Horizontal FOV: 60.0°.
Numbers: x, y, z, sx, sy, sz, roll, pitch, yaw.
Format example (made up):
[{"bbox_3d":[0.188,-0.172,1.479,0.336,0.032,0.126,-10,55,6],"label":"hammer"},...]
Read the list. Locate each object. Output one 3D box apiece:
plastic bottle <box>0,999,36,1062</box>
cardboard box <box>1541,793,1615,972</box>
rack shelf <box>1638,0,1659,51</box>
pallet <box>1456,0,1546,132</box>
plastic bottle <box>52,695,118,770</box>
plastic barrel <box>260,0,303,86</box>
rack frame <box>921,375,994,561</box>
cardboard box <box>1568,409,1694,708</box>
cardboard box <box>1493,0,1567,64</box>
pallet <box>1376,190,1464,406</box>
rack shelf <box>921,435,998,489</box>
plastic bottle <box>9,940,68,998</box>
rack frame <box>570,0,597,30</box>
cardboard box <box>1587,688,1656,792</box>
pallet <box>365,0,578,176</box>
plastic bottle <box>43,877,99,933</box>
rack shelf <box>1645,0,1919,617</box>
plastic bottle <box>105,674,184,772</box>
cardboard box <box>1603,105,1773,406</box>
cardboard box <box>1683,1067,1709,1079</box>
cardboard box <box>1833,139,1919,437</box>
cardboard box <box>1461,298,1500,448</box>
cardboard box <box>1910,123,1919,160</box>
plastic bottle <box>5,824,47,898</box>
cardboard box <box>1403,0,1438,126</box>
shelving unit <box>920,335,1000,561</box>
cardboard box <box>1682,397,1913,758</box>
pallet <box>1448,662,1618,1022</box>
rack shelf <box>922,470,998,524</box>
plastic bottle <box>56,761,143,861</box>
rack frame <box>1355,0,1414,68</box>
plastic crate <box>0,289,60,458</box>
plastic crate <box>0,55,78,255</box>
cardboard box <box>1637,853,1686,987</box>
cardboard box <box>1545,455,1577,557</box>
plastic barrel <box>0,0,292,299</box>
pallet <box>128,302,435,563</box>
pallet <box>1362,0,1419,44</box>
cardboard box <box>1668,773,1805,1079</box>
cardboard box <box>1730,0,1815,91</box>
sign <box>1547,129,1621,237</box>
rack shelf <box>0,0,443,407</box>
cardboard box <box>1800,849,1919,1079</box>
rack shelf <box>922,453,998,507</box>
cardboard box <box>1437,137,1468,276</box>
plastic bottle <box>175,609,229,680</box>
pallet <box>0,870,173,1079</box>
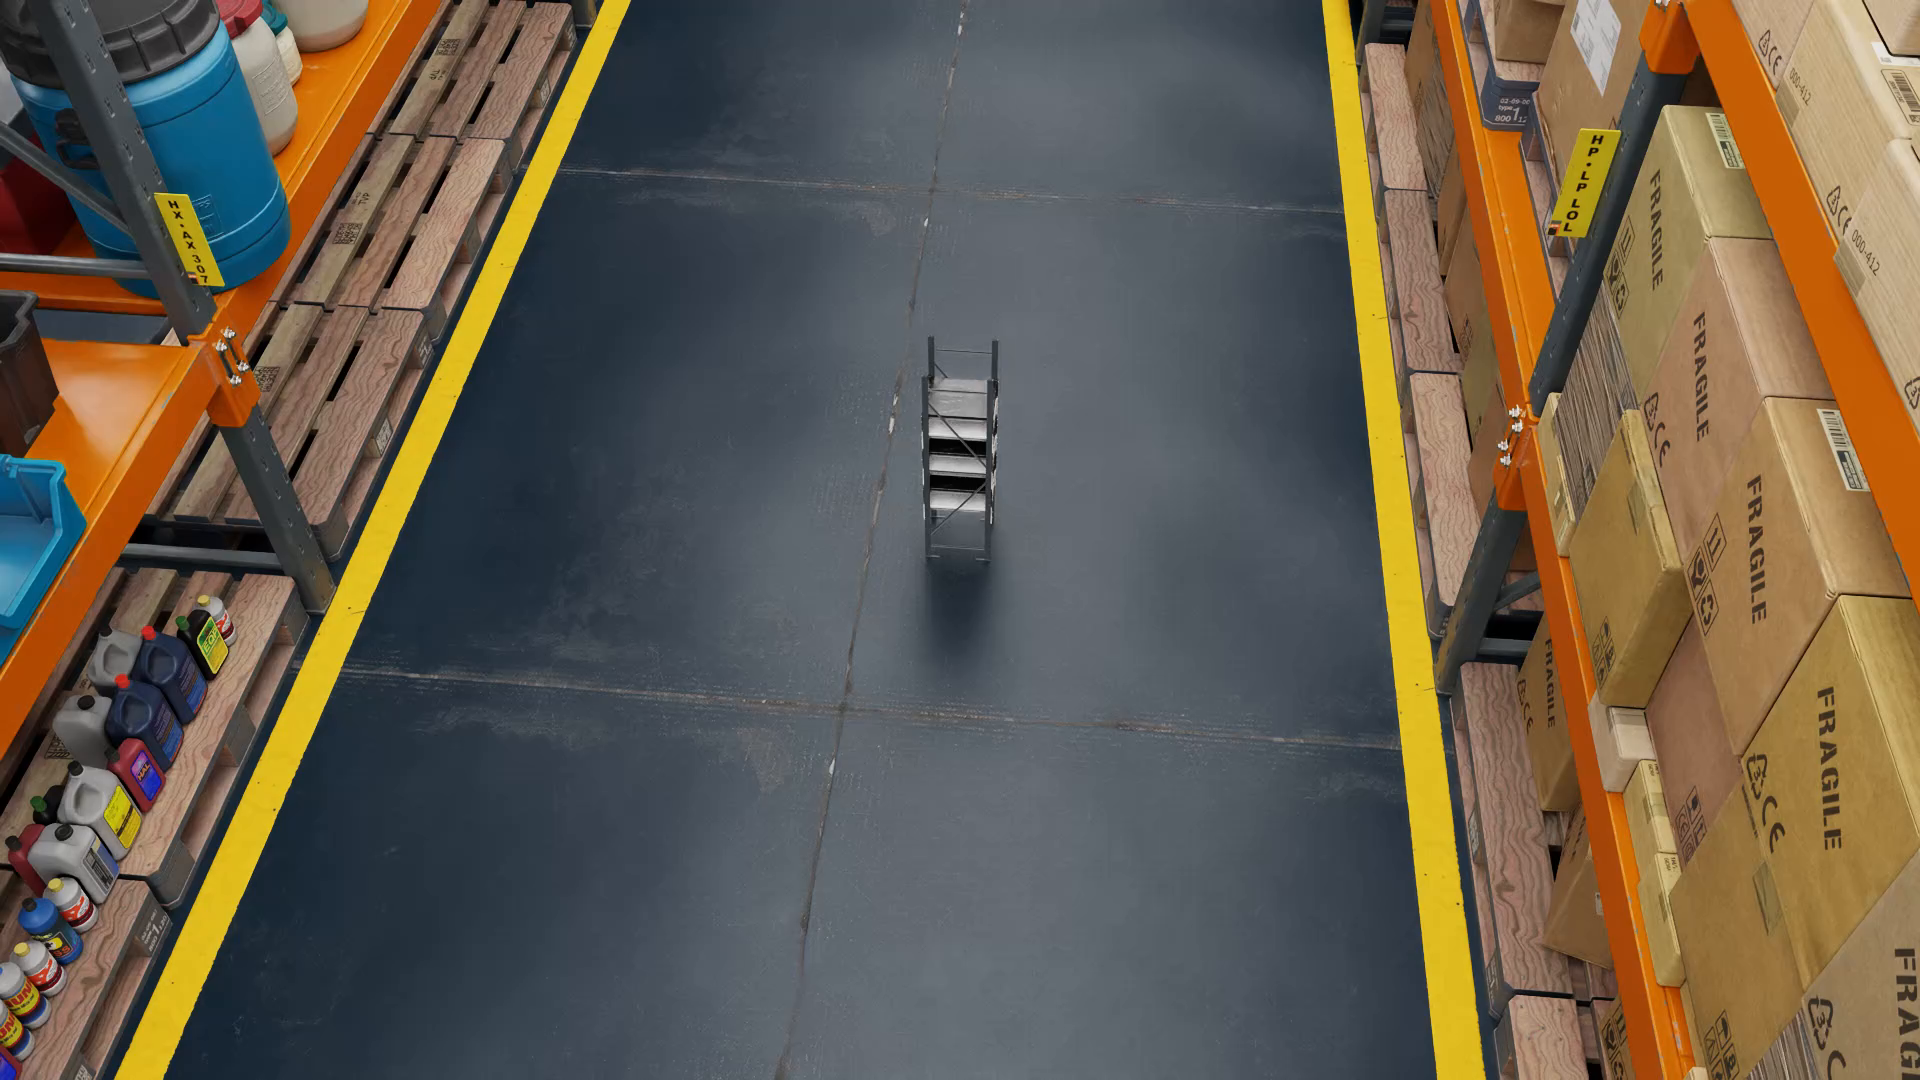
[{"bbox_3d":[-2.638,1.329,4.553,0.097,0.271,0.097,0,48,0],"label":"plastic bottle"},{"bbox_3d":[2.031,0.928,4.778,0.500,0.500,0.500,18,50,16],"label":"cardboard box"},{"bbox_3d":[2.334,-2.726,5.165,1.077,0.370,4.000,4,48,4],"label":"rack shelf"},{"bbox_3d":[2.377,-1.904,6.089,1.003,0.211,1.213,4,48,4],"label":"pallet"},{"bbox_3d":[-2.720,0.593,5.222,0.152,0.276,0.135,4,48,4],"label":"plastic bottle"},{"bbox_3d":[-2.507,-1.735,5.898,0.301,0.262,0.301,0,48,0],"label":"plastic barrel"},{"bbox_3d":[-0.009,-0.235,5.855,0.240,0.900,0.006,4,48,4],"label":"rack frame"},{"bbox_3d":[1.968,0.071,3.883,0.875,0.500,0.500,4,48,4],"label":"cardboard box"},{"bbox_3d":[2.218,-1.943,5.640,0.797,0.503,0.637,8,48,8],"label":"cardboard box"},{"bbox_3d":[2.330,-1.017,7.037,1.003,0.211,1.213,4,48,4],"label":"pallet"},{"bbox_3d":[0.001,-0.287,5.948,0.258,0.077,0.200,4,48,4],"label":"rack shelf"},{"bbox_3d":[-2.620,1.206,4.713,0.097,0.201,0.097,0,48,0],"label":"plastic bottle"},{"bbox_3d":[-2.416,-3.759,7.655,1.000,3.000,0.127,4,48,4],"label":"rack frame"},{"bbox_3d":[1.724,0.469,3.958,0.380,0.149,0.250,4,48,4],"label":"cardboard box"},{"bbox_3d":[-2.525,-2.251,8.166,1.003,0.211,1.213,4,48,4],"label":"pallet"},{"bbox_3d":[-2.602,1.055,4.851,0.097,0.201,0.097,0,48,0],"label":"plastic bottle"},{"bbox_3d":[1.969,0.213,2.477,1.077,0.370,4.000,4,48,4],"label":"rack shelf"},{"bbox_3d":[-2.570,0.559,5.203,0.144,0.351,0.185,2,48,2],"label":"plastic bottle"},{"bbox_3d":[1.857,-0.645,3.860,0.500,0.500,0.500,4,48,4],"label":"cardboard box"},{"bbox_3d":[1.640,1.205,3.286,0.380,0.149,0.250,4,48,4],"label":"cardboard box"},{"bbox_3d":[1.756,-0.382,2.635,0.500,0.250,0.500,2,48,2],"label":"cardboard box"},{"bbox_3d":[2.291,-0.591,6.153,0.700,0.500,0.500,4,48,3],"label":"cardboard box"},{"bbox_3d":[1.722,-0.594,2.559,0.380,0.149,0.250,3,48,3],"label":"cardboard box"},{"bbox_3d":[-2.724,0.932,4.908,0.061,0.283,0.133,4,48,4],"label":"plastic bottle"},{"bbox_3d":[2.475,-2.237,7.659,0.700,0.500,0.500,2,48,1],"label":"cardboard box"},{"bbox_3d":[0.001,-0.310,5.923,0.258,0.900,0.210,4,48,4],"label":"shelving unit"},{"bbox_3d":[1.767,0.090,3.188,0.500,0.500,0.500,4,48,4],"label":"cardboard box"},{"bbox_3d":[2.126,0.950,5.238,1.003,0.211,1.213,4,48,4],"label":"pallet"},{"bbox_3d":[0.001,-0.166,6.081,0.258,0.077,0.200,4,48,4],"label":"rack shelf"},{"bbox_3d":[-2.599,0.797,4.986,0.144,0.351,0.185,4,48,3],"label":"plastic bottle"},{"bbox_3d":[2.516,-3.426,7.351,1.000,3.000,0.127,4,48,4],"label":"rack frame"},{"bbox_3d":[-2.955,-0.423,4.646,0.767,0.338,0.504,4,48,4],"label":"plastic crate"},{"bbox_3d":[-3.041,-1.218,5.288,0.402,0.464,0.583,4,48,4],"label":"plastic crate"},{"bbox_3d":[1.709,0.839,3.620,0.380,0.149,0.250,4,48,4],"label":"cardboard box"},{"bbox_3d":[1.797,-0.081,4.462,0.380,0.149,0.250,4,48,4],"label":"cardboard box"},{"bbox_3d":[-2.444,-1.253,5.023,0.600,0.901,0.708,4,48,4],"label":"plastic barrel"},{"bbox_3d":[-2.748,-0.458,6.526,1.003,0.211,1.213,4,48,4],"label":"pallet"},{"bbox_3d":[2.663,-3.059,8.905,1.003,0.211,1.213,4,48,4],"label":"pallet"},{"bbox_3d":[1.936,0.809,3.208,0.875,0.500,0.500,4,48,4],"label":"cardboard box"},{"bbox_3d":[1.856,-1.135,3.324,0.500,0.250,0.500,2,48,2],"label":"cardboard box"},{"bbox_3d":[1.599,-0.912,4.267,0.100,0.325,0.005,4,48,4],"label":"sign"},{"bbox_3d":[-2.598,-2.047,6.577,1.077,0.370,4.000,4,48,4],"label":"rack shelf"},{"bbox_3d":[1.679,0.825,2.516,0.500,0.500,0.500,4,48,4],"label":"cardboard box"},{"bbox_3d":[0.001,-0.226,6.014,0.258,0.077,0.200,4,48,4],"label":"rack shelf"},{"bbox_3d":[2.392,-1.412,6.904,0.700,0.500,0.500,7,48,7],"label":"cardboard box"},{"bbox_3d":[-2.496,0.324,5.463,0.061,0.283,0.133,6,48,5],"label":"plastic bottle"},{"bbox_3d":[-2.992,1.511,4.725,1.003,0.211,1.213,4,48,4],"label":"pallet"}]
